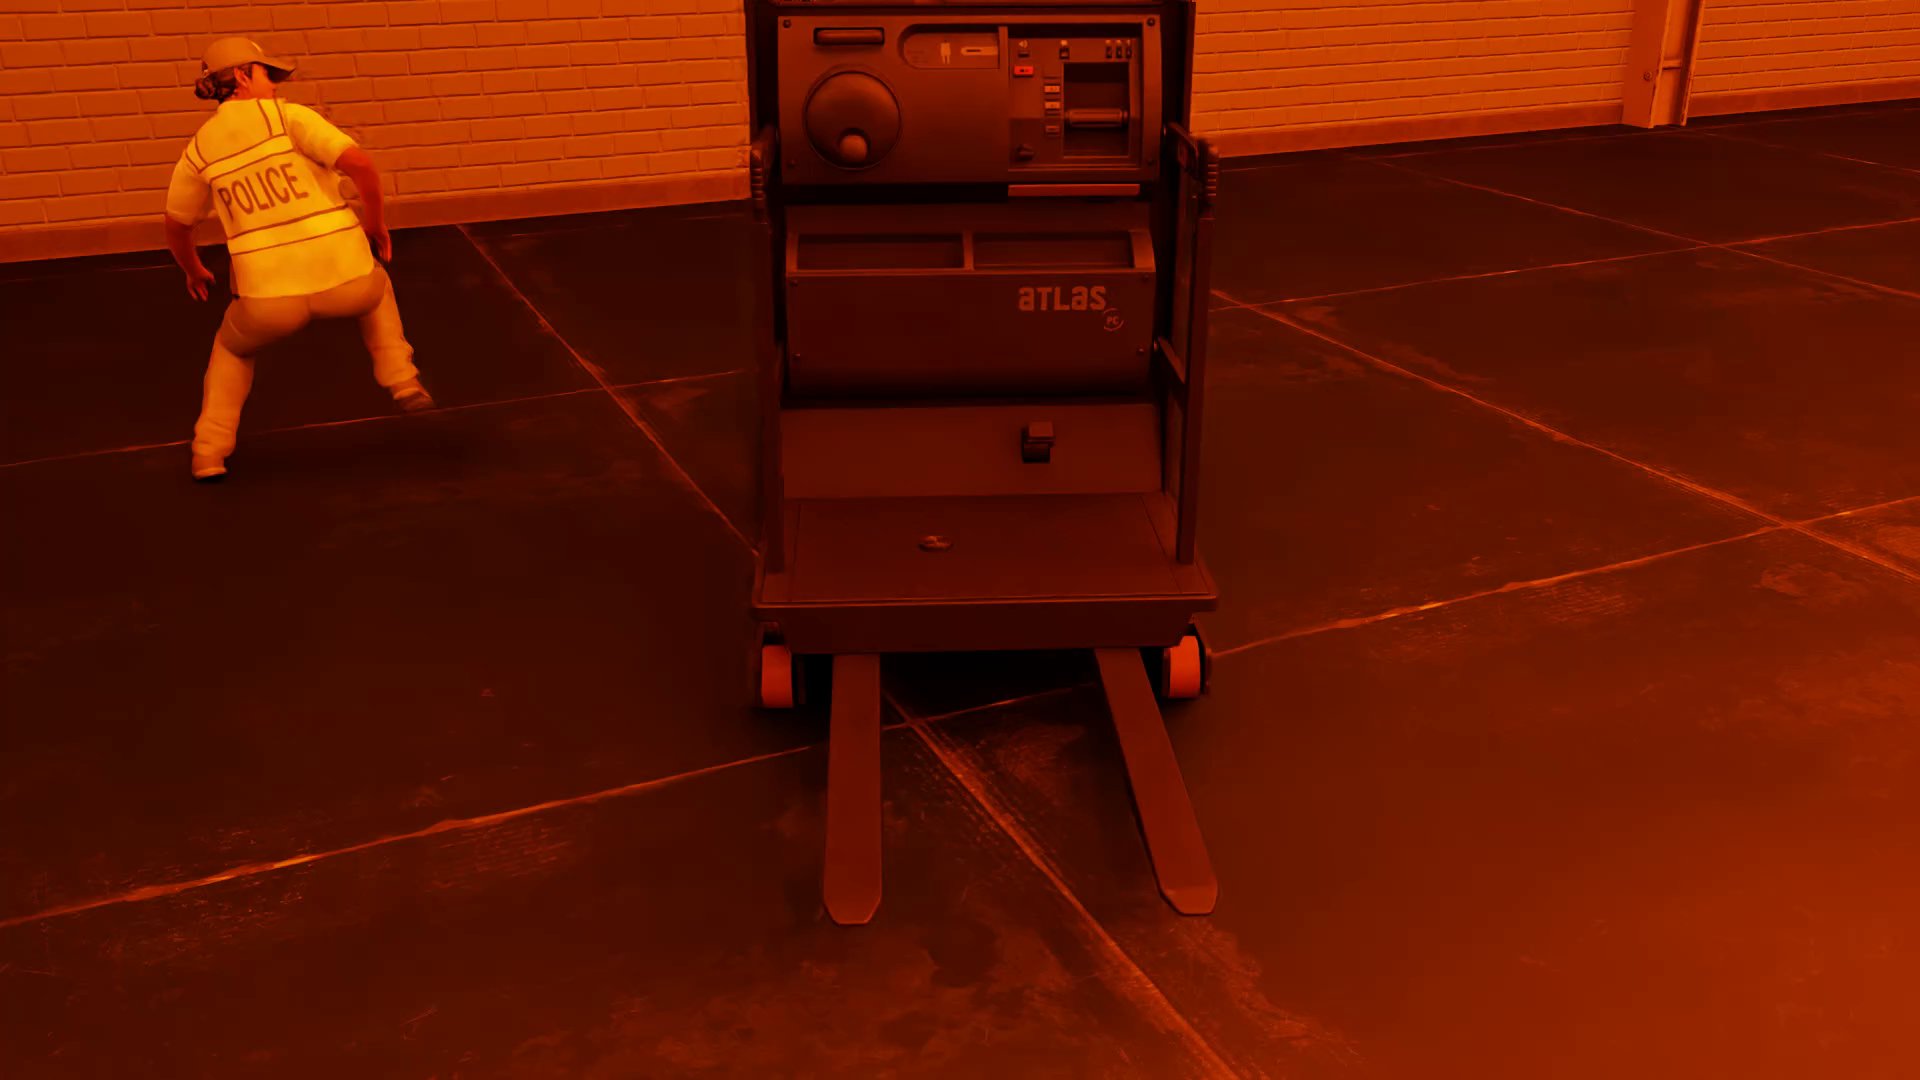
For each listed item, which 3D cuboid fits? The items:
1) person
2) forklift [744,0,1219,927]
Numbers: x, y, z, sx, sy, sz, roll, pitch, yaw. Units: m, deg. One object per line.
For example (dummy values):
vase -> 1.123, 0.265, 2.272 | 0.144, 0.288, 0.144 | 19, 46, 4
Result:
person -> -2.247, -0.914, 5.533 | 0.825, 1.454, 0.663 | -6, 23, -15
forklift -> 0.038, -1.062, 3.843 | 1.130, 2.935, 3.031 | -1, 23, -3
